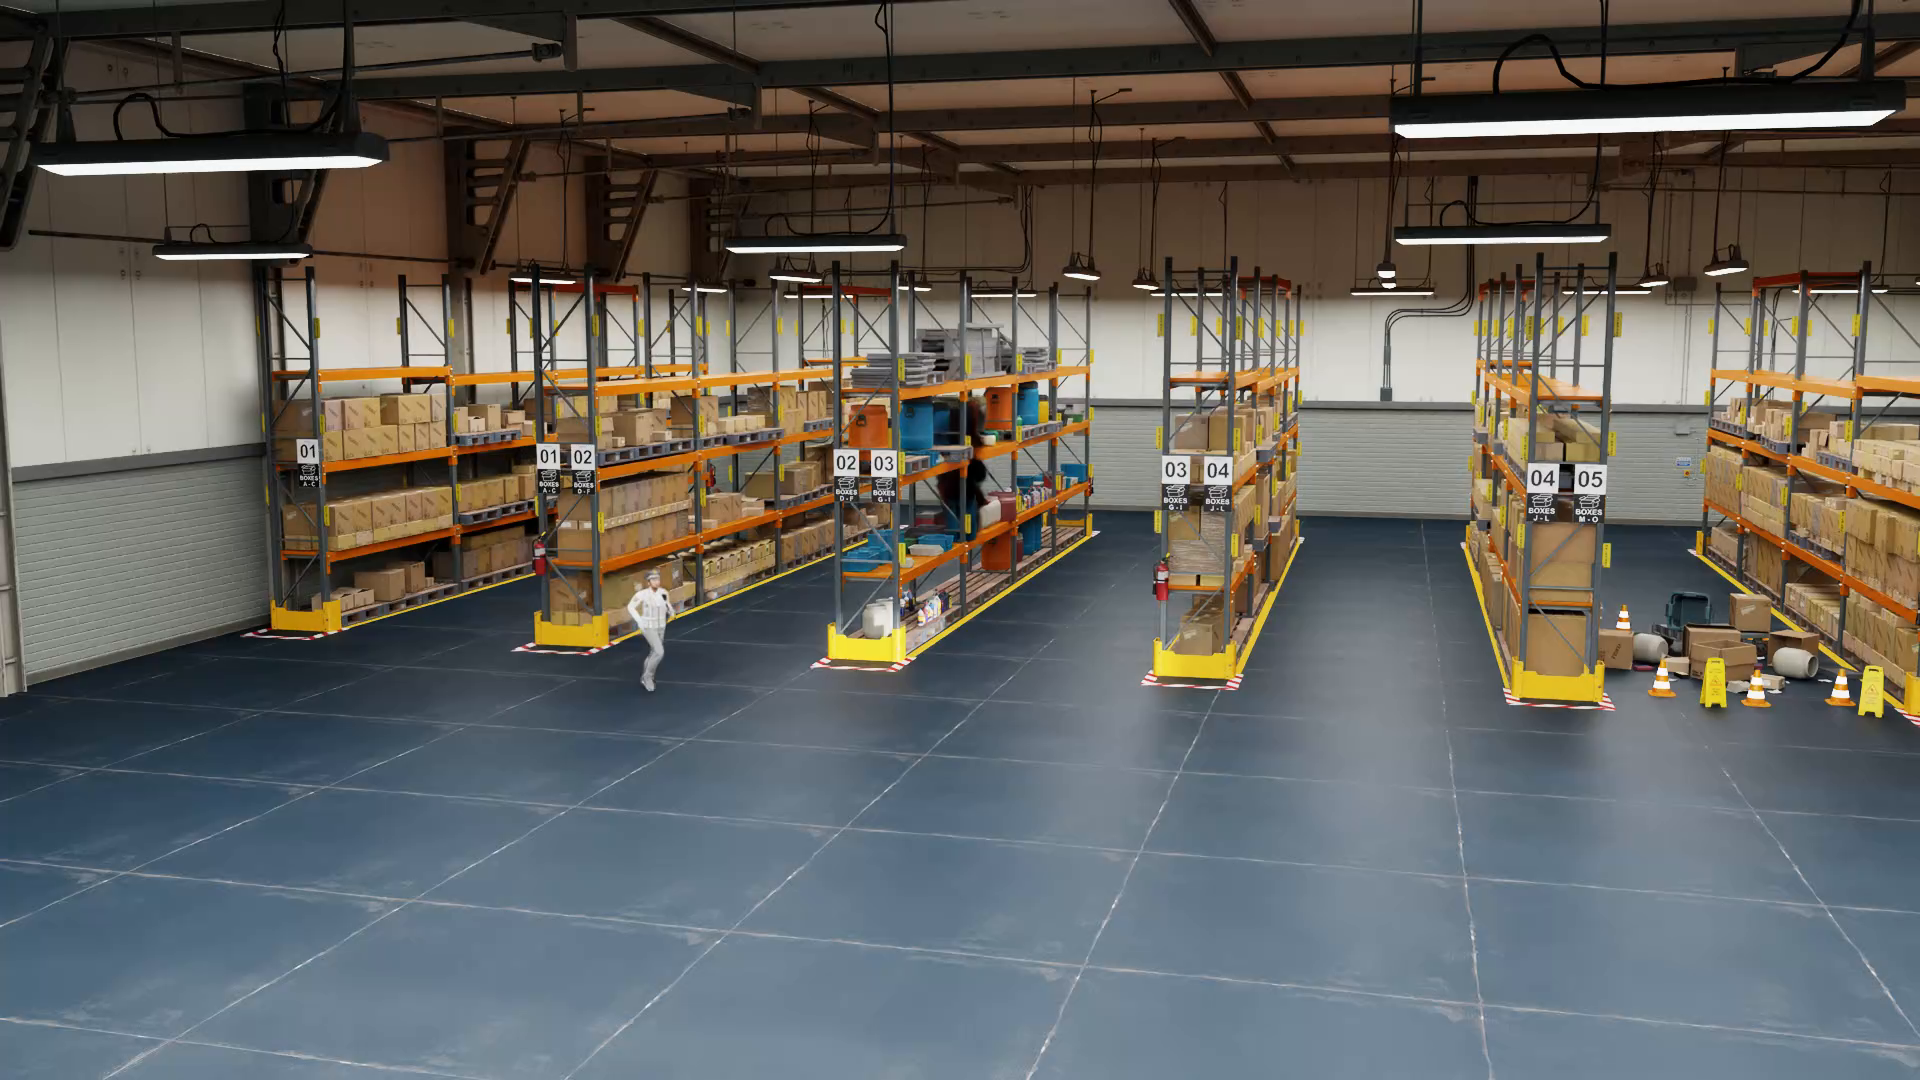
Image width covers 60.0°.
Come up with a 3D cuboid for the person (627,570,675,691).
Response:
[{"bbox_3d":[-4.234,1.251,23.136,0.673,1.714,0.583,7,10,43],"label":"person"}]

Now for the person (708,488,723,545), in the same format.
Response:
[{"bbox_3d":[-5.245,-0.315,35.698,0.510,1.607,0.676,1,7,7],"label":"person"}]
